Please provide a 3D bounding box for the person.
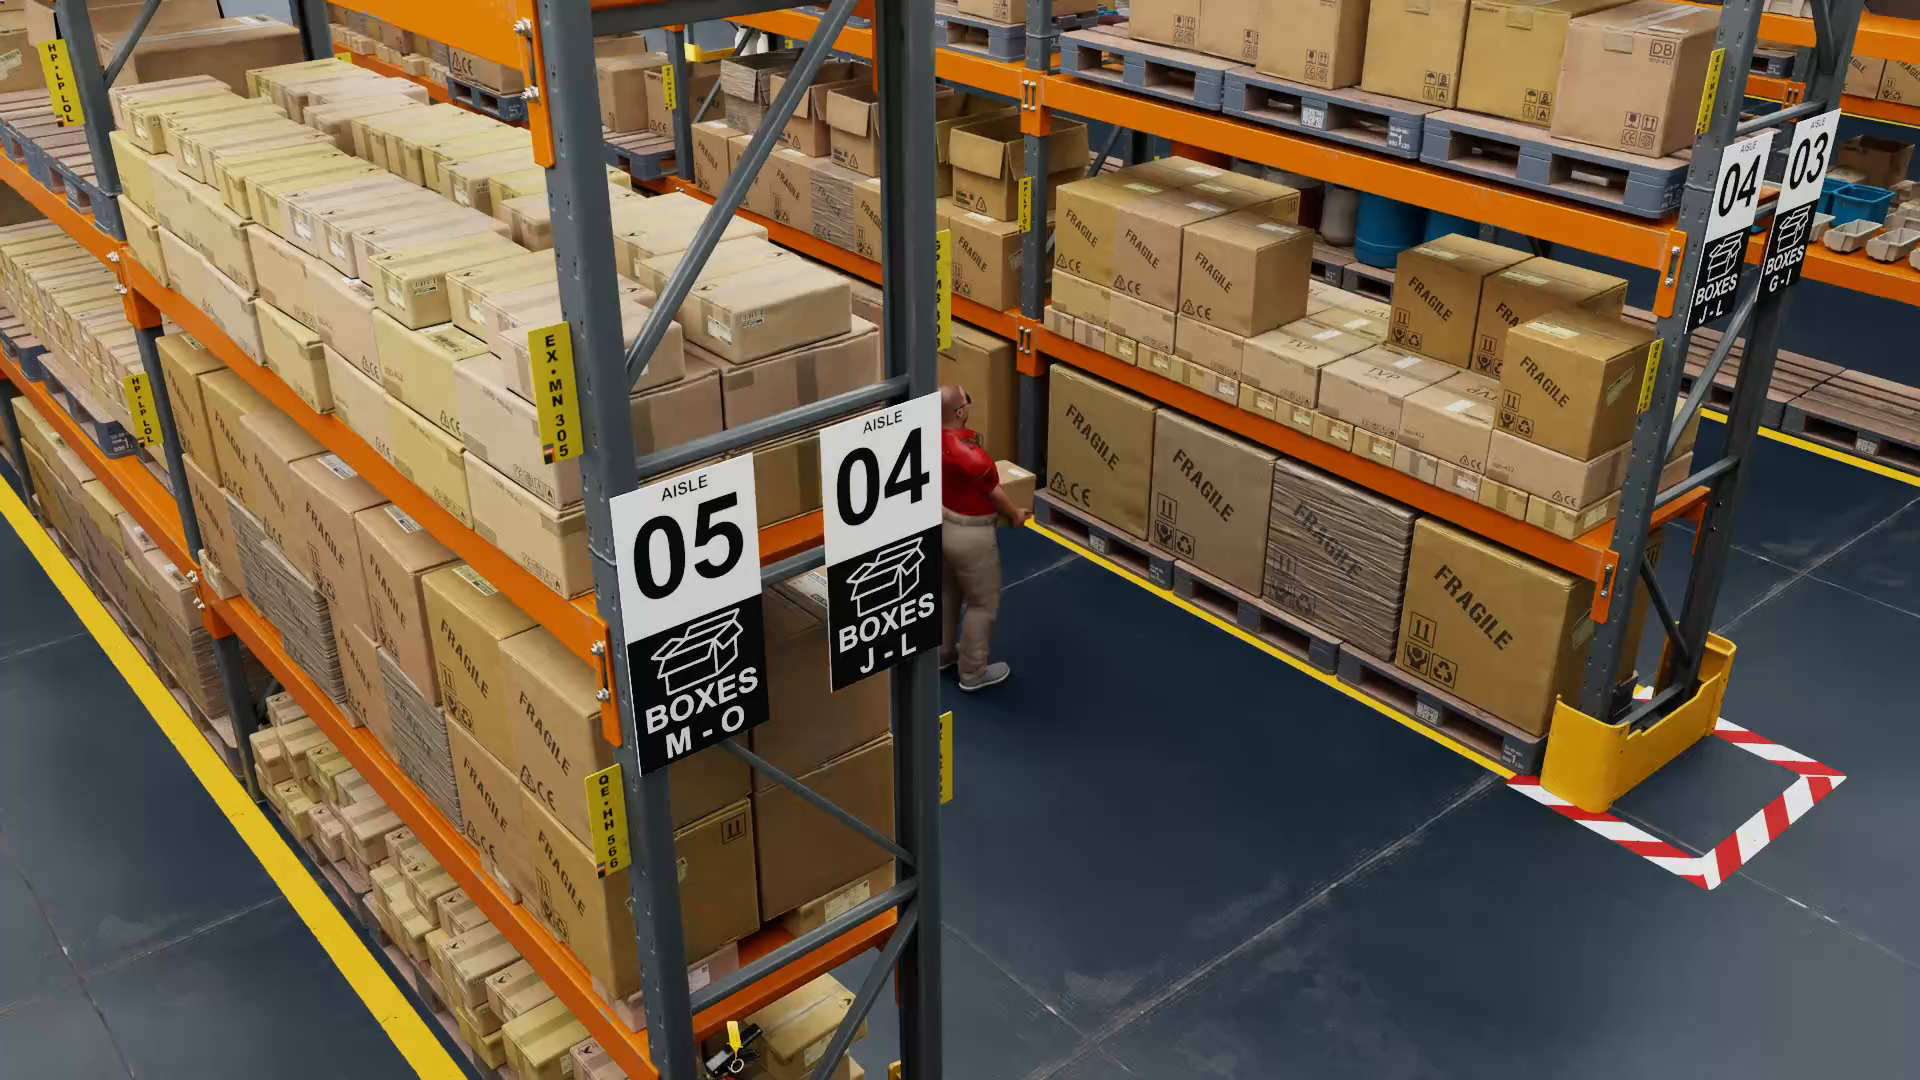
[{"bbox_3d":[0.073,-0.061,8.767,0.537,1.712,0.493,-22,35,-35],"label":"person"}]
